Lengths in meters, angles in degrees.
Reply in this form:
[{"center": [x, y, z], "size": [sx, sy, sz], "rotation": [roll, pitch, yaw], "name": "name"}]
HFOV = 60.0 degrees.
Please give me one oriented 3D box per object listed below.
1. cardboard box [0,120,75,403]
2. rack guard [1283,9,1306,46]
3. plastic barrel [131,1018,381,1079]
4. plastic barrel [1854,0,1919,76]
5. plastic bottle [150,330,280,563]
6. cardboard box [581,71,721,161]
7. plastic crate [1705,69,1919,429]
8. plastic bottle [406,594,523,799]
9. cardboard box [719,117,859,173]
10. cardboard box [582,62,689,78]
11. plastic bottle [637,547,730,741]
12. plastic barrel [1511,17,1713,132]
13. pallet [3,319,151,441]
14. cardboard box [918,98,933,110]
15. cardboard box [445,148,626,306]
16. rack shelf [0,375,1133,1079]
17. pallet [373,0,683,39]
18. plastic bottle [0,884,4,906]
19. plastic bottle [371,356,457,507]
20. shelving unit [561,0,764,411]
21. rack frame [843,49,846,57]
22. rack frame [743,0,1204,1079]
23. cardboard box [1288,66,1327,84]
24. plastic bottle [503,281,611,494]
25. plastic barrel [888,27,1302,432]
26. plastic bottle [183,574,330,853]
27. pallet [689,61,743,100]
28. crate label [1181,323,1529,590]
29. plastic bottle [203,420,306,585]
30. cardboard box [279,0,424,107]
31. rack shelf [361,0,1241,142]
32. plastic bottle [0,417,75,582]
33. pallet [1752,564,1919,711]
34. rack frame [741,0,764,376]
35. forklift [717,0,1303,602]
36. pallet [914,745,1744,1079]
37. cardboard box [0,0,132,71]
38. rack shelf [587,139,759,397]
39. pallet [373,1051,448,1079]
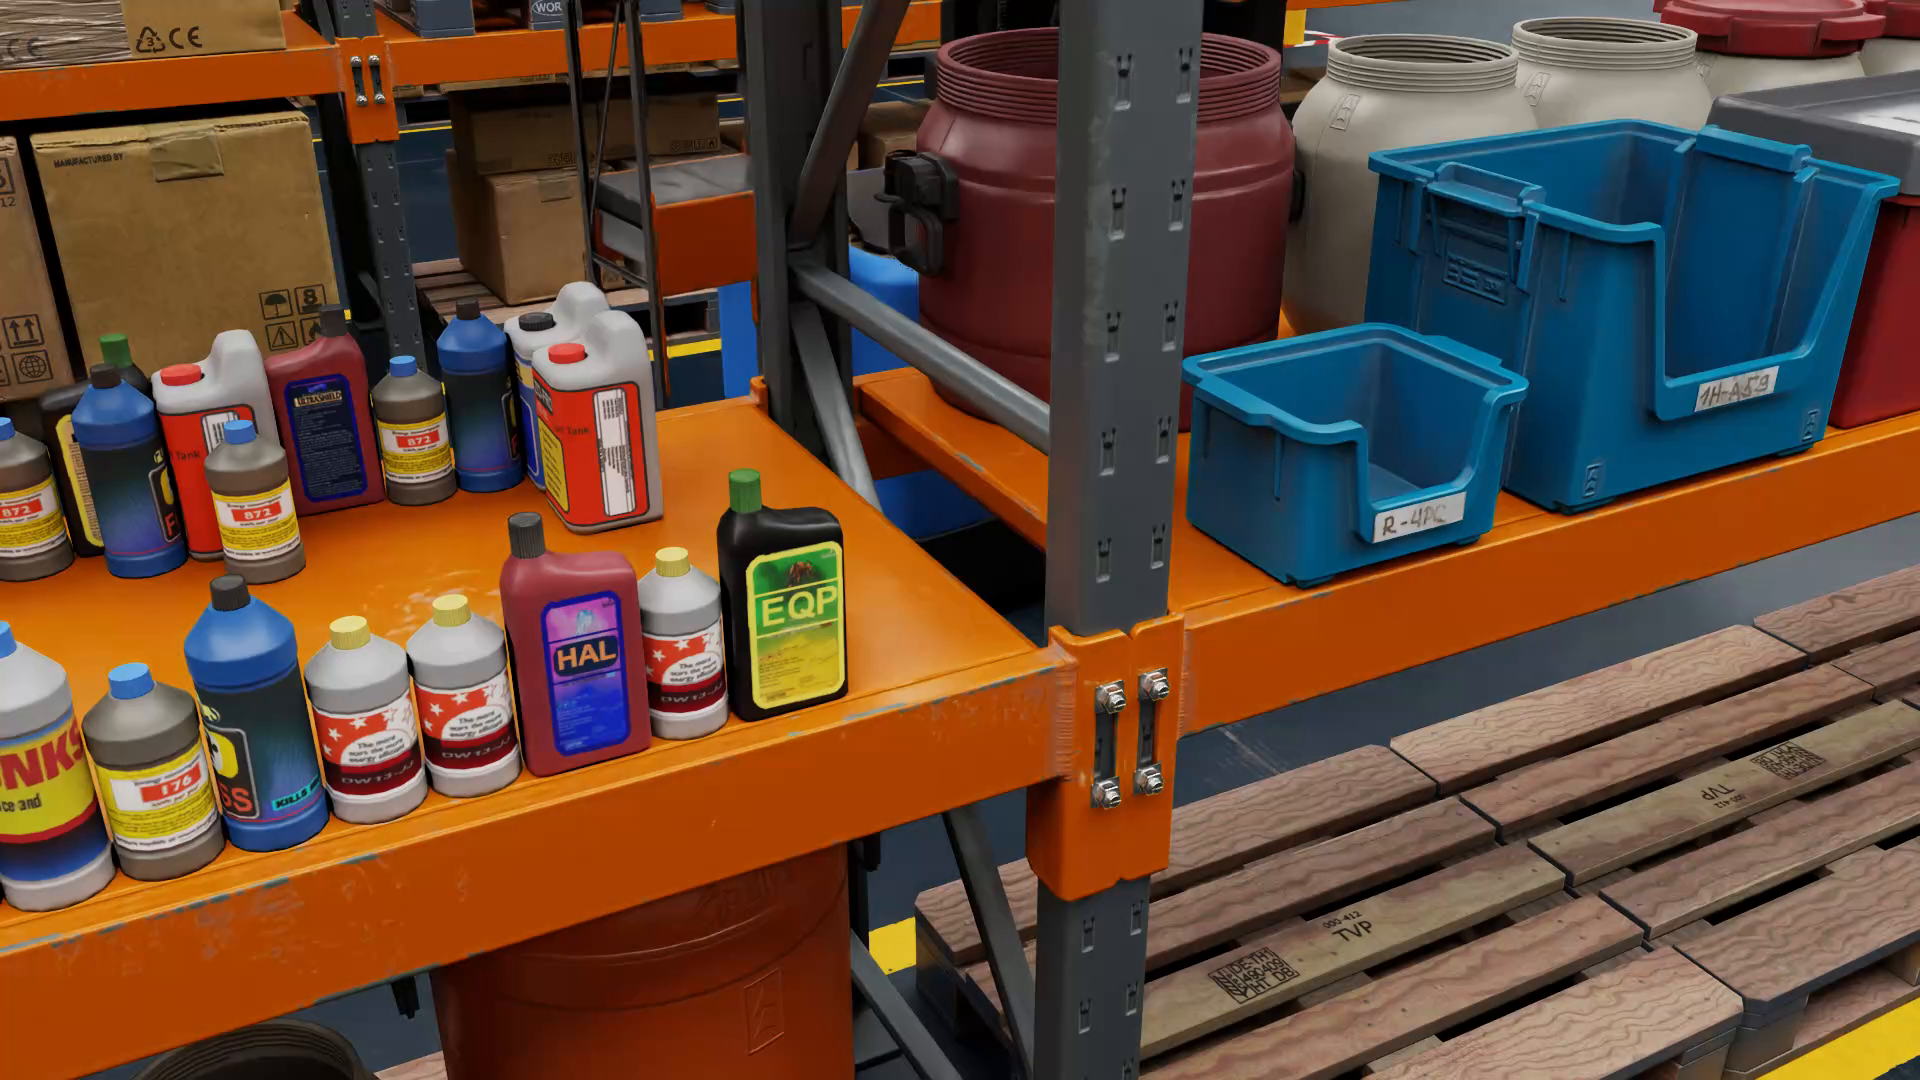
[{"center": [-3.776, -1.058, 5.957], "size": [0.875, 0.875, 1.225], "rotation": [-13, 29, -25], "name": "cardboard box"}, {"center": [2.468, -4.560, 14.170], "size": [0.348, 0.500, 1.175], "rotation": [-13, 29, -25], "name": "rack guard"}, {"center": [-0.917, 0.941, 2.213], "size": [0.421, 0.512, 0.421], "rotation": [0, 26, 0], "name": "plastic barrel"}, {"center": [1.898, -0.861, 3.422], "size": [0.433, 0.535, 0.433], "rotation": [0, 26, 0], "name": "plastic barrel"}, {"center": [-0.979, -0.131, 2.201], "size": [0.135, 0.276, 0.152], "rotation": [-13, 29, -25], "name": "plastic bottle"}, {"center": [-1.327, -1.807, 7.061], "size": [0.500, 0.250, 0.500], "rotation": [-10, 27, -19], "name": "cardboard box"}, {"center": [1.533, -0.487, 2.725], "size": [0.583, 0.464, 0.402], "rotation": [-13, 29, -25], "name": "plastic crate"}, {"center": [-0.507, 0.152, 1.696], "size": [0.097, 0.201, 0.097], "rotation": [0, 26, 0], "name": "plastic bottle"}, {"center": [-0.805, -1.589, 7.474], "size": [0.500, 0.500, 0.700], "rotation": [-11, 28, -21], "name": "cardboard box"}, {"center": [-2.441, -3.686, 11.577], "size": [0.750, 0.750, 1.050], "rotation": [-13, 29, -25], "name": "cardboard box"}, {"center": [-0.303, 0.105, 1.794], "size": [0.097, 0.201, 0.097], "rotation": [0, 26, 0], "name": "plastic bottle"}, {"center": [1.142, -0.673, 3.058], "size": [0.421, 0.512, 0.421], "rotation": [0, 26, 0], "name": "plastic barrel"}, {"center": [-3.099, -0.749, 6.566], "size": [1.213, 0.211, 1.003], "rotation": [-13, 29, -25], "name": "pallet"}, {"center": [0.180, -1.817, 7.948], "size": [0.500, 0.500, 0.700], "rotation": [-13, 29, -25], "name": "cardboard box"}, {"center": [-1.786, -1.353, 6.982], "size": [0.500, 0.500, 0.700], "rotation": [-15, 29, -28], "name": "cardboard box"}, {"center": [-1.802, 0.486, 1.604], "size": [4.000, 0.370, 1.077], "rotation": [-13, 29, -25], "name": "rack shelf"}, {"center": [-1.789, -2.237, 6.665], "size": [1.003, 0.211, 1.213], "rotation": [-13, 29, -25], "name": "pallet"}, {"center": [-0.936, 0.252, 1.490], "size": [0.097, 0.201, 0.097], "rotation": [0, 26, 0], "name": "plastic bottle"}, {"center": [-0.772, -0.159, 2.345], "size": [0.097, 0.201, 0.097], "rotation": [0, 26, 0], "name": "plastic bottle"}, {"center": [-0.663, -0.739, 4.363], "size": [0.503, 2.100, 0.431], "rotation": [-17, 31, -31], "name": "shelving unit"}, {"center": [-1.083, -4.867, 11.922], "size": [0.127, 3.000, 1.000], "rotation": [-13, 29, -25], "name": "rack frame"}, {"center": [-0.037, -0.246, 2.297], "size": [0.127, 3.000, 1.000], "rotation": [-13, 29, -25], "name": "rack frame"}, {"center": [2.036, -2.200, 8.770], "size": [0.500, 0.500, 0.500], "rotation": [-4, 26, -9], "name": "cardboard box"}, {"center": [-0.571, -0.225, 2.397], "size": [0.135, 0.276, 0.152], "rotation": [-13, 29, -25], "name": "plastic bottle"}, {"center": [0.230, -0.518, 2.705], "size": [0.708, 0.536, 0.600], "rotation": [-13, 29, -25], "name": "plastic barrel"}, {"center": [-0.679, 0.160, 1.599], "size": [0.097, 0.271, 0.097], "rotation": [0, 26, 0], "name": "plastic bottle"}, {"center": [-1.728, -3.424, 12.138], "size": [1.213, 0.211, 1.003], "rotation": [-13, 29, -25], "name": "pallet"}, {"center": [0.511, -0.113, 2.214], "size": [0.416, 0.233, 0.303], "rotation": [-13, 29, -25], "name": "crate label"}, {"center": [-0.904, -0.054, 2.126], "size": [0.097, 0.201, 0.097], "rotation": [0, 26, 0], "name": "plastic bottle"}, {"center": [-4.033, -3.317, 10.808], "size": [0.750, 0.750, 1.050], "rotation": [-13, 29, -26], "name": "cardboard box"}, {"center": [-0.603, -2.221, 7.241], "size": [4.000, 0.370, 1.077], "rotation": [-13, 29, -25], "name": "rack shelf"}, {"center": [-1.212, -0.057, 2.133], "size": [0.097, 0.201, 0.097], "rotation": [0, 26, 0], "name": "plastic bottle"}, {"center": [2.818, 0.371, 4.233], "size": [1.213, 0.211, 1.003], "rotation": [-13, 29, -25], "name": "pallet"}, {"center": [-0.464, -0.800, 4.491], "size": [0.015, 2.100, 0.400], "rotation": [-17, 31, -31], "name": "rack frame"}, {"center": [0.751, -1.578, 5.150], "size": [3.031, 2.935, 1.130], "rotation": [-17, 31, -31], "name": "forklift"}, {"center": [0.665, 0.868, 3.198], "size": [1.213, 0.211, 1.003], "rotation": [-13, 29, -25], "name": "pallet"}, {"center": [-3.129, -1.888, 5.602], "size": [0.500, 0.500, 0.500], "rotation": [-13, 29, -26], "name": "cardboard box"}, {"center": [-0.663, -0.727, 4.369], "size": [0.480, 0.518, 0.431], "rotation": [-17, 31, -31], "name": "rack shelf"}, {"center": [-0.713, 1.188, 2.533], "size": [1.213, 0.211, 1.003], "rotation": [-13, 29, -25], "name": "pallet"}]
